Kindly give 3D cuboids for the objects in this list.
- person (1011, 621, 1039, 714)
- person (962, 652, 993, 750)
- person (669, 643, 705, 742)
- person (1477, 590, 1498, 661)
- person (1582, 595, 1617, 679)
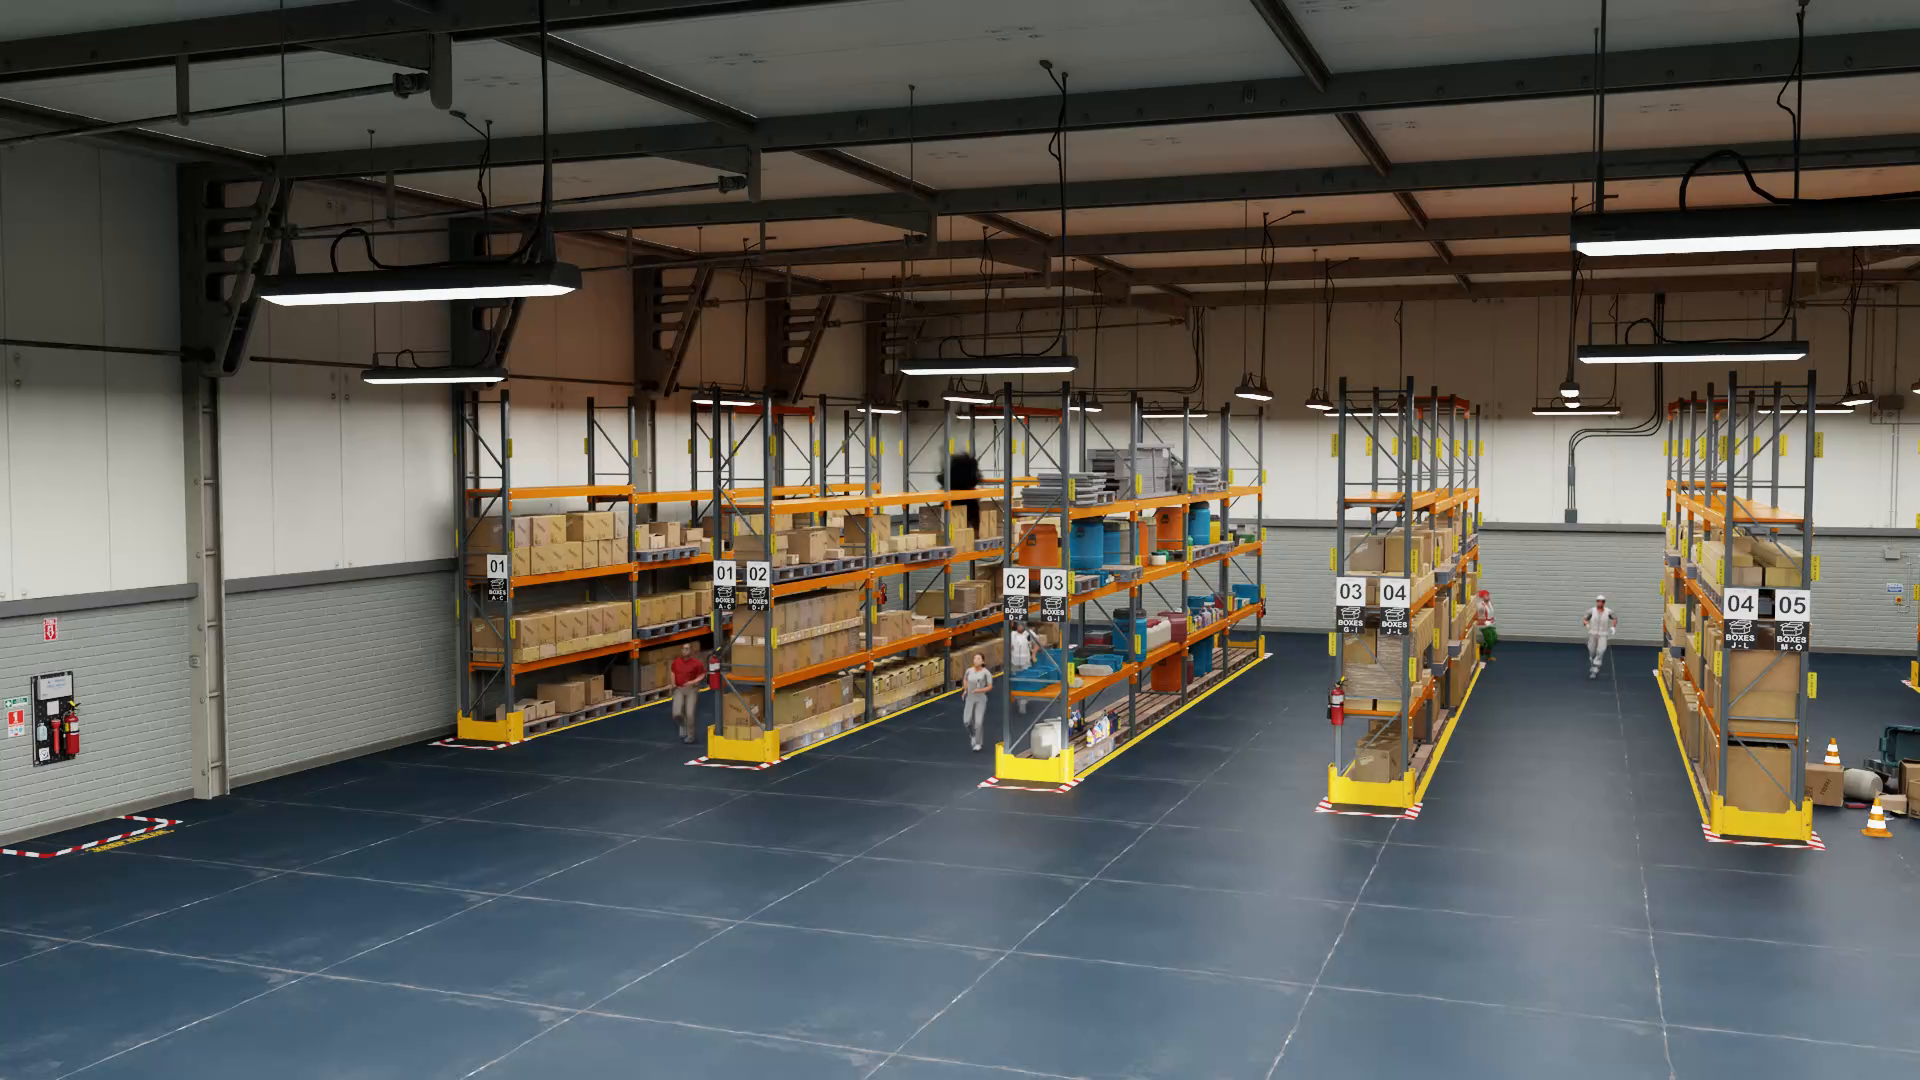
[{"bbox_3d":[1.157,2.352,31.661,0.659,1.786,0.967,1,3,9],"label":"person"},{"bbox_3d":[0.262,2.668,27.439,0.569,1.629,0.555,1,3,17],"label":"person"},{"bbox_3d":[-4.672,2.600,28.272,0.656,1.680,0.590,0,3,7],"label":"person"},{"bbox_3d":[12.296,2.005,39.062,0.711,1.690,0.613,-3,4,-43],"label":"person"},{"bbox_3d":[13.932,2.100,36.280,0.696,1.790,0.992,2,4,28],"label":"person"}]
